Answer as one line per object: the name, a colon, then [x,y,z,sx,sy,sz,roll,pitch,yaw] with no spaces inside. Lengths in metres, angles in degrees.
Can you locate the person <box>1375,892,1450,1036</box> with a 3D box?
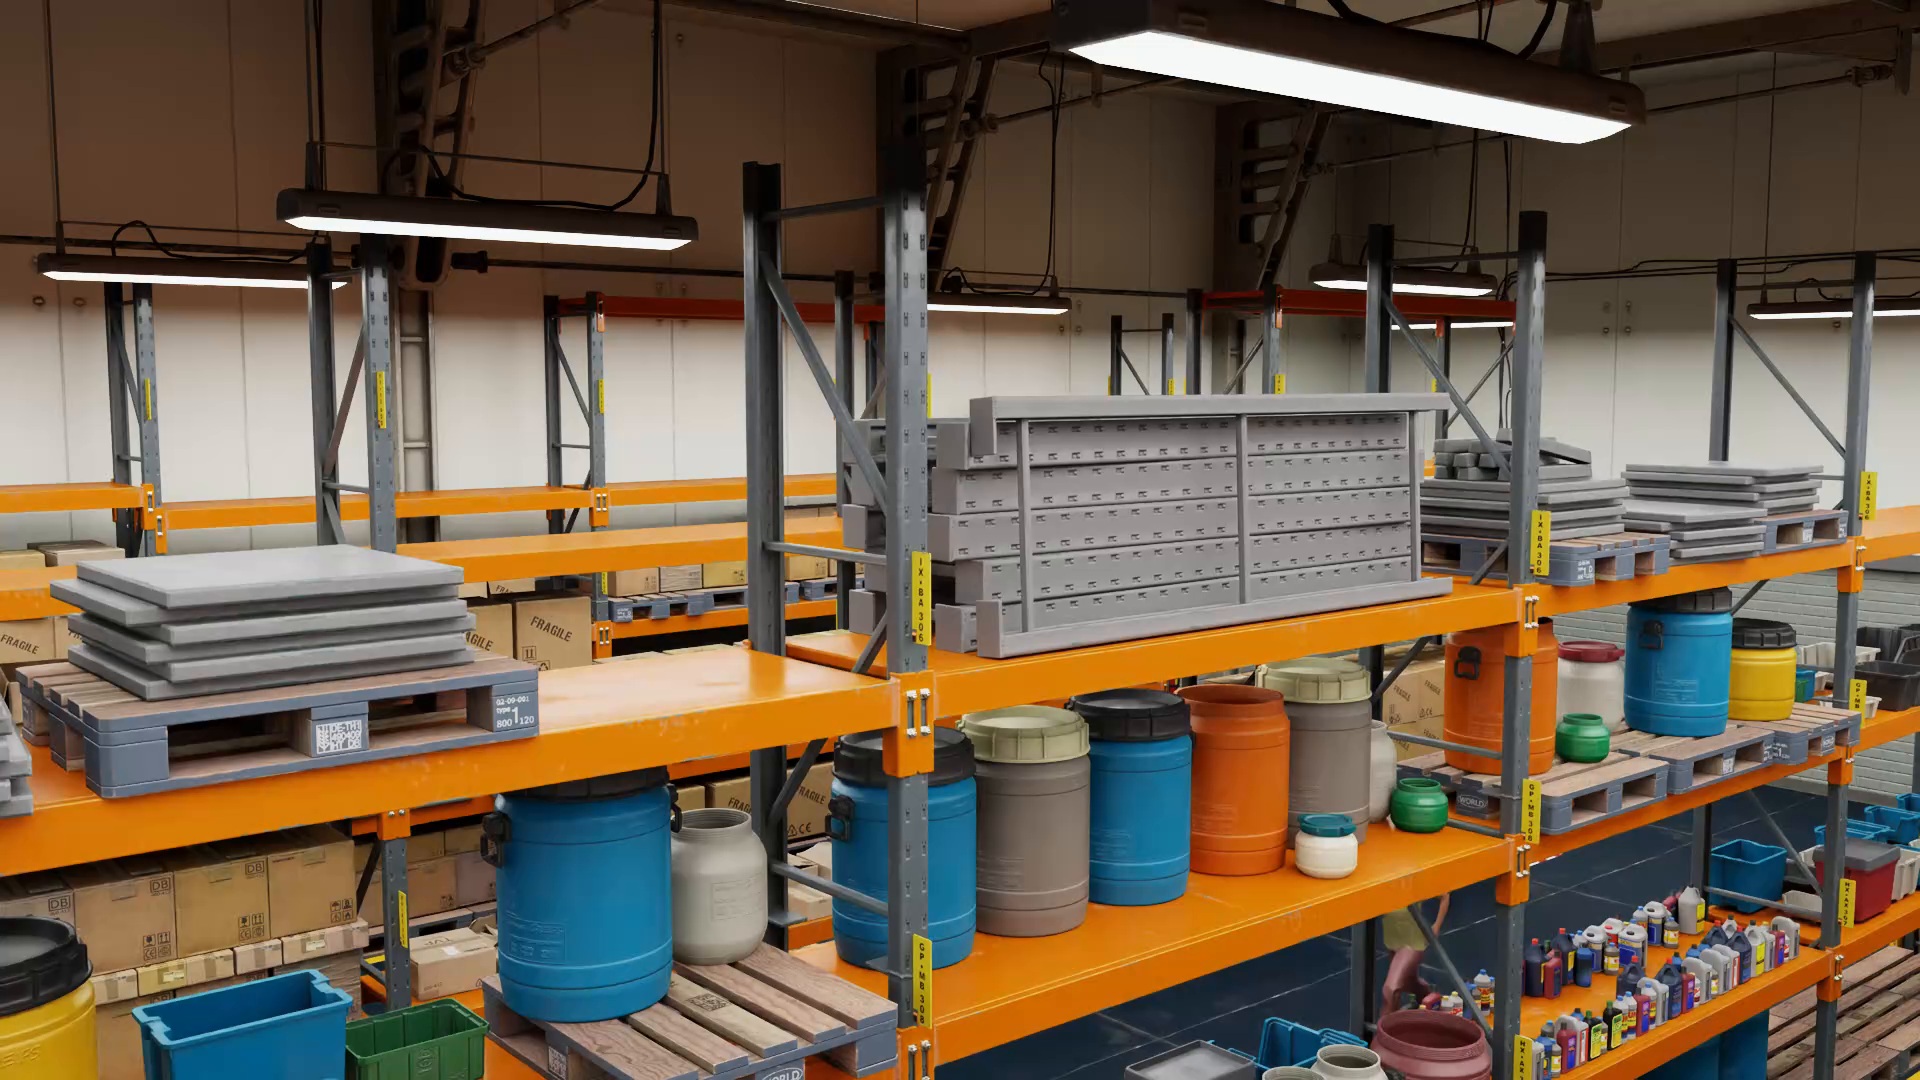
person: [3.427,3.133,12.709,1.012,1.671,0.578,-5,7,-39]
